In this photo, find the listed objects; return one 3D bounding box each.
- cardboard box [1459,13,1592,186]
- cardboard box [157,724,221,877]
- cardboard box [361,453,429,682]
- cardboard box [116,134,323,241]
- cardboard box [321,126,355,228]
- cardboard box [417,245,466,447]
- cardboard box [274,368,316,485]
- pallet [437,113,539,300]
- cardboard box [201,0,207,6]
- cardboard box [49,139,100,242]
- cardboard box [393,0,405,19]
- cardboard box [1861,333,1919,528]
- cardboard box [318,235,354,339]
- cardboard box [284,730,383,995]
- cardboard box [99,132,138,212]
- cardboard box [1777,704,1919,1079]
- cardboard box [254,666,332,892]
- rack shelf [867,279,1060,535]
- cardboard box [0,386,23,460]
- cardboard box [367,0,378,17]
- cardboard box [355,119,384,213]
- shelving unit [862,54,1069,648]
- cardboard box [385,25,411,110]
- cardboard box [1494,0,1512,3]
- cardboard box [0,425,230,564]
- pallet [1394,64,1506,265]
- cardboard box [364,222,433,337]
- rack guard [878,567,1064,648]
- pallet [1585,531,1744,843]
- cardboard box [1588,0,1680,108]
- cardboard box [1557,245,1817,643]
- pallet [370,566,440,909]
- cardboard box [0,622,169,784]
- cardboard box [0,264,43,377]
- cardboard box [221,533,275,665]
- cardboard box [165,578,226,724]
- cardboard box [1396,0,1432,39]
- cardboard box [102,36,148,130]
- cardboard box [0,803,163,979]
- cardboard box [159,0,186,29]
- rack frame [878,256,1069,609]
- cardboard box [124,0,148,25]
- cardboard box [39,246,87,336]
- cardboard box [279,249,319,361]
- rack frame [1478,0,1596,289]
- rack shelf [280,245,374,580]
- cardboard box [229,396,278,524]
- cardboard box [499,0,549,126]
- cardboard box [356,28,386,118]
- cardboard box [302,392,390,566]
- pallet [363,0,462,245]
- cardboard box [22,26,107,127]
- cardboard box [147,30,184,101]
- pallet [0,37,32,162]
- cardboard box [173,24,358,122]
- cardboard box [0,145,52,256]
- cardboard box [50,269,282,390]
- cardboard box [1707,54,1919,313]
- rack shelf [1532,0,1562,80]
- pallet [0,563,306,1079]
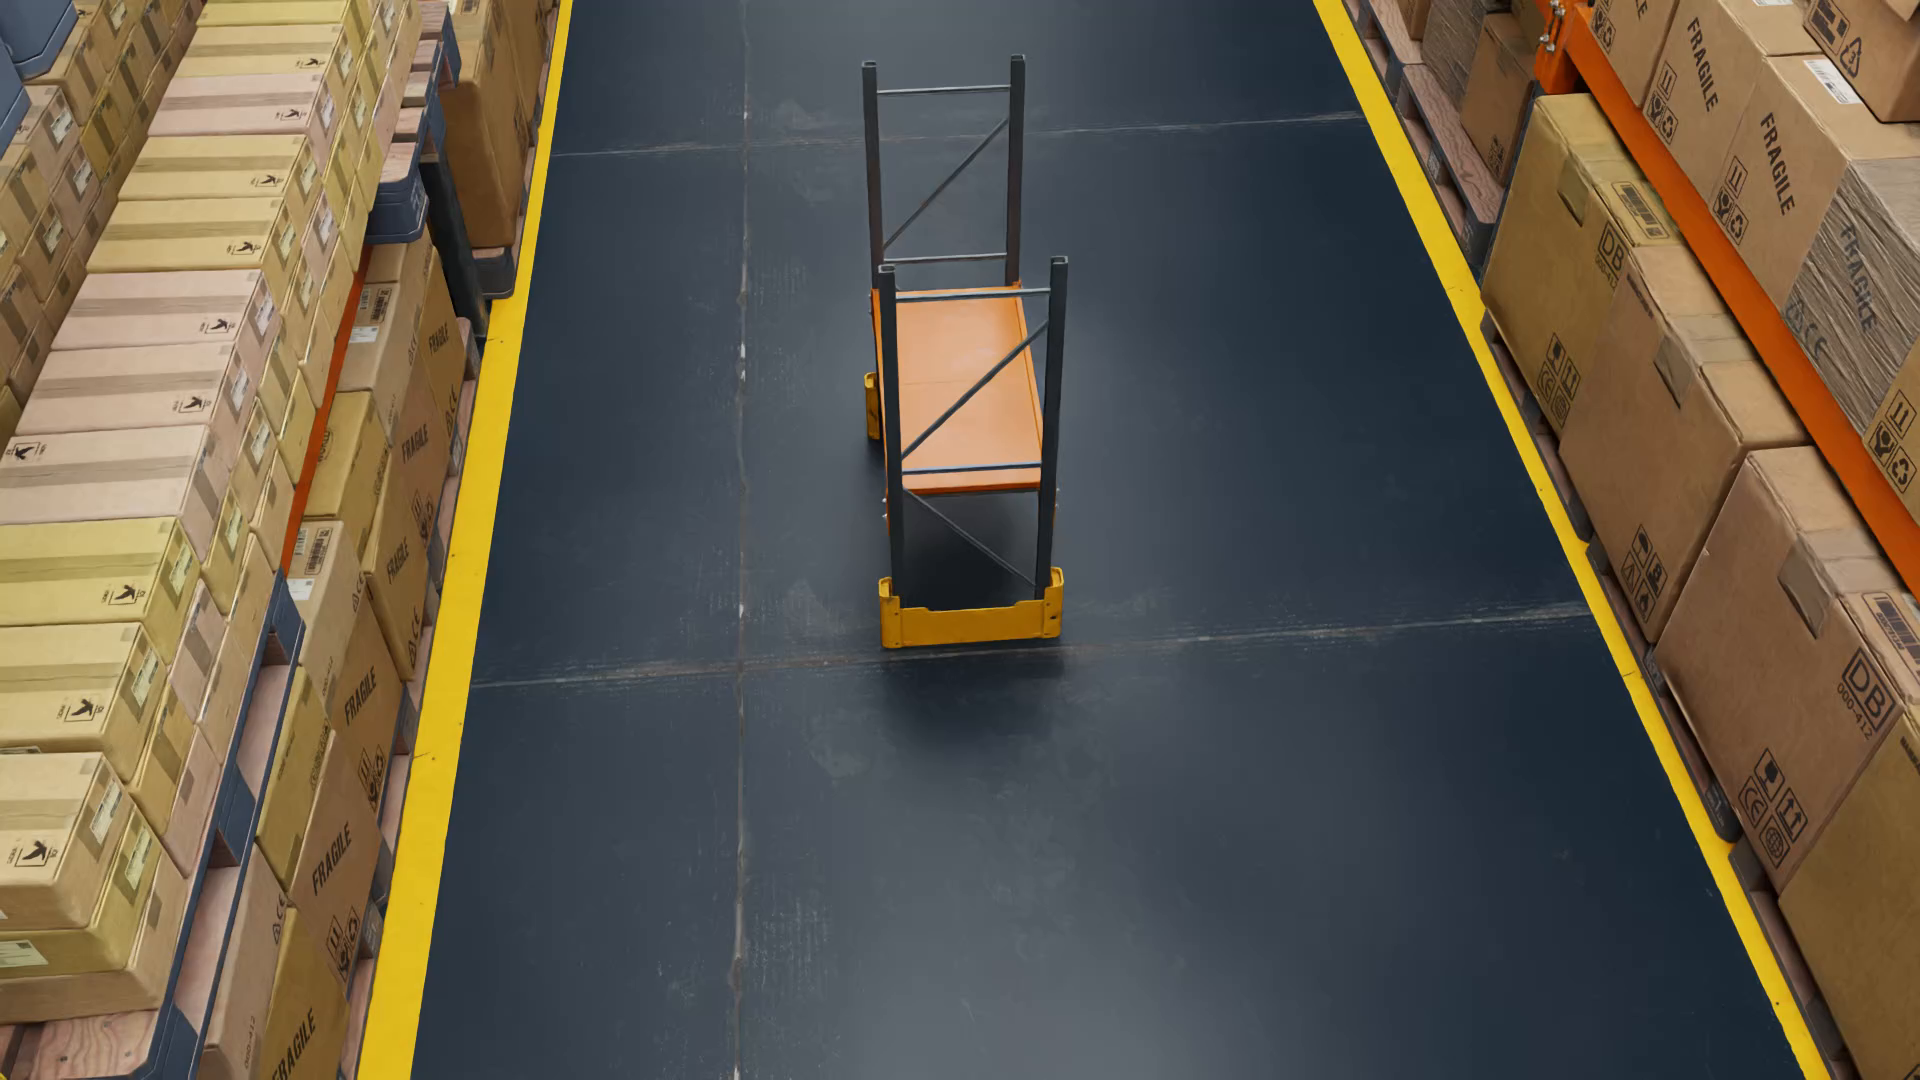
[{"bbox_3d":[2.524,-1.832,6.838,0.700,0.500,0.500,-6,47,-5],"label":"cardboard box"},{"bbox_3d":[-1.620,0.494,3.100,0.380,0.149,0.250,-3,47,-3],"label":"cardboard box"},{"bbox_3d":[-1.936,0.104,5.018,0.500,0.500,0.500,-5,47,-5],"label":"cardboard box"},{"bbox_3d":[-1.747,-0.829,3.943,0.380,0.149,0.250,-1,47,-1],"label":"cardboard box"},{"bbox_3d":[-1.769,-0.915,4.229,0.380,0.149,0.250,-4,47,-4],"label":"cardboard box"},{"bbox_3d":[-2.036,-0.653,5.735,0.500,0.500,0.500,-4,47,-3],"label":"cardboard box"},{"bbox_3d":[-1.706,-0.250,3.805,0.380,0.149,0.250,-4,47,-4],"label":"cardboard box"},{"bbox_3d":[-2.342,-1.445,6.973,1.003,0.211,1.213,-3,47,-3],"label":"pallet"},{"bbox_3d":[-2.657,-2.172,5.673,0.500,0.500,0.500,-3,47,-3],"label":"cardboard box"},{"bbox_3d":[-2.419,-0.875,4.192,0.380,0.149,0.250,-3,47,-3],"label":"cardboard box"},{"bbox_3d":[-1.856,-1.659,4.934,0.380,0.149,0.250,-3,47,-2],"label":"cardboard box"},{"bbox_3d":[2.538,-0.255,3.857,0.500,0.500,0.500,-4,47,-4],"label":"cardboard box"},{"bbox_3d":[-1.750,-0.629,4.164,0.380,0.149,0.250,-2,47,-2],"label":"cardboard box"},{"bbox_3d":[-1.860,0.847,4.314,0.500,0.500,0.500,-2,47,-1],"label":"cardboard box"},{"bbox_3d":[-2.446,-0.966,4.483,0.380,0.149,0.250,-2,47,-1],"label":"cardboard box"},{"bbox_3d":[2.861,0.962,3.948,1.225,0.875,0.875,-3,47,-3],"label":"cardboard box"},{"bbox_3d":[-1.862,0.587,4.044,0.500,0.250,0.500,-2,47,-2],"label":"cardboard box"},{"bbox_3d":[-0.007,-0.454,5.395,0.538,0.185,1.000,-3,47,-3],"label":"rack shelf"},{"bbox_3d":[-2.359,-0.210,3.767,0.380,0.149,0.250,-2,47,-2],"label":"cardboard box"},{"bbox_3d":[-1.835,-1.583,4.657,0.380,0.149,0.250,-4,47,-4],"label":"cardboard box"},{"bbox_3d":[-1.794,-1.011,4.525,0.380,0.149,0.250,-4,47,-4],"label":"cardboard box"},{"bbox_3d":[-0.006,-0.571,5.258,0.587,1.500,1.083,-3,47,-3],"label":"shelving unit"},{"bbox_3d":[-1.833,-1.378,4.873,0.380,0.149,0.250,-4,47,-3],"label":"cardboard box"},{"bbox_3d":[2.459,-2.473,6.928,0.500,0.250,0.500,1,47,1],"label":"cardboard box"},{"bbox_3d":[-1.658,-0.078,3.232,0.380,0.149,0.250,-4,47,-4],"label":"cardboard box"},{"bbox_3d":[2.536,-1.663,7.180,1.003,0.211,1.213,-3,47,-3],"label":"pallet"},{"bbox_3d":[-2.033,-0.892,5.445,0.500,0.250,0.500,-4,47,-4],"label":"cardboard box"},{"bbox_3d":[0.035,0.219,5.370,0.587,0.250,0.087,-3,47,-3],"label":"rack guard"},{"bbox_3d":[2.690,0.358,5.266,1.003,0.211,1.213,-3,47,-3],"label":"pallet"},{"bbox_3d":[2.369,-1.723,5.247,0.500,0.500,0.500,-2,47,-2],"label":"cardboard box"},{"bbox_3d":[2.704,-0.325,5.166,1.225,0.875,0.875,-3,47,-3],"label":"cardboard box"},{"bbox_3d":[-2.188,0.576,5.059,1.003,0.211,1.213,-3,47,-3],"label":"pallet"},{"bbox_3d":[-1.621,0.289,2.885,0.380,0.149,0.250,-2,47,-2],"label":"cardboard box"},{"bbox_3d":[-2.375,-0.500,3.837,0.380,0.149,0.250,-2,47,-2],"label":"cardboard box"},{"bbox_3d":[-1.657,0.131,3.443,0.380,0.149,0.250,-3,47,-3],"label":"cardboard box"},{"bbox_3d":[-1.637,0.218,3.156,0.380,0.149,0.250,-2,47,-2],"label":"cardboard box"},{"bbox_3d":[2.410,-2.642,7.605,0.700,0.500,0.500,0,47,0],"label":"cardboard box"},{"bbox_3d":[-2.461,-1.238,4.535,0.380,0.149,0.250,-5,47,-5],"label":"cardboard box"},{"bbox_3d":[-1.591,0.592,2.802,0.380,0.149,0.250,-3,47,-3],"label":"cardboard box"},{"bbox_3d":[-2.511,-1.627,4.904,0.380,0.149,0.250,-2,47,-2],"label":"cardboard box"},{"bbox_3d":[0.035,-0.210,4.916,0.500,1.500,0.032,-3,47,-3],"label":"rack frame"},{"bbox_3d":[-2.481,-1.551,4.627,0.380,0.149,0.250,-5,47,-4],"label":"cardboard box"},{"bbox_3d":[-2.402,-0.591,4.128,0.380,0.149,0.250,-3,47,-3],"label":"cardboard box"},{"bbox_3d":[-1.724,-0.539,3.874,0.380,0.149,0.250,-4,47,-4],"label":"cardboard box"},{"bbox_3d":[2.600,-2.057,5.632,1.000,3.000,0.127,-3,47,-3],"label":"rack frame"},{"bbox_3d":[-2.184,-0.134,4.307,1.077,0.370,4.000,-3,47,-3],"label":"rack shelf"},{"bbox_3d":[-1.684,-0.165,3.519,0.380,0.149,0.250,-2,47,-2],"label":"cardboard box"},{"bbox_3d":[-2.389,-2.278,7.101,1.050,0.750,0.750,-3,47,-3],"label":"cardboard box"},{"bbox_3d":[-1.808,-1.276,4.571,0.380,0.149,0.250,-2,47,-2],"label":"cardboard box"},{"bbox_3d":[-1.953,-0.159,4.750,0.500,0.250,0.500,-2,47,-2],"label":"cardboard box"},{"bbox_3d":[-2.186,-1.253,5.003,1.213,0.211,1.003,-3,47,-3],"label":"pallet"},{"bbox_3d":[-2.443,-1.181,4.277,0.380,0.149,0.250,-5,47,-5],"label":"cardboard box"},{"bbox_3d":[-2.493,-1.356,4.852,0.380,0.149,0.250,-1,47,-1],"label":"cardboard box"},{"bbox_3d":[-1.962,-0.354,2.083,1.213,0.211,1.003,-3,47,-3],"label":"pallet"},{"bbox_3d":[-1.787,-1.200,4.295,0.380,0.149,0.250,-2,47,-2],"label":"cardboard box"},{"bbox_3d":[-2.394,-0.794,3.910,0.380,0.149,0.250,-2,47,-2],"label":"cardboard box"},{"bbox_3d":[-1.700,-0.445,3.580,0.380,0.149,0.250,-2,47,-2],"label":"cardboard box"},{"bbox_3d":[2.461,-0.980,4.543,0.500,0.500,0.500,-4,47,-4],"label":"cardboard box"},{"bbox_3d":[2.432,-3.257,7.264,1.077,0.370,4.000,-3,47,-3],"label":"rack shelf"},{"bbox_3d":[-1.936,0.570,3.277,1.003,0.211,1.213,-3,47,-3],"label":"pallet"}]
